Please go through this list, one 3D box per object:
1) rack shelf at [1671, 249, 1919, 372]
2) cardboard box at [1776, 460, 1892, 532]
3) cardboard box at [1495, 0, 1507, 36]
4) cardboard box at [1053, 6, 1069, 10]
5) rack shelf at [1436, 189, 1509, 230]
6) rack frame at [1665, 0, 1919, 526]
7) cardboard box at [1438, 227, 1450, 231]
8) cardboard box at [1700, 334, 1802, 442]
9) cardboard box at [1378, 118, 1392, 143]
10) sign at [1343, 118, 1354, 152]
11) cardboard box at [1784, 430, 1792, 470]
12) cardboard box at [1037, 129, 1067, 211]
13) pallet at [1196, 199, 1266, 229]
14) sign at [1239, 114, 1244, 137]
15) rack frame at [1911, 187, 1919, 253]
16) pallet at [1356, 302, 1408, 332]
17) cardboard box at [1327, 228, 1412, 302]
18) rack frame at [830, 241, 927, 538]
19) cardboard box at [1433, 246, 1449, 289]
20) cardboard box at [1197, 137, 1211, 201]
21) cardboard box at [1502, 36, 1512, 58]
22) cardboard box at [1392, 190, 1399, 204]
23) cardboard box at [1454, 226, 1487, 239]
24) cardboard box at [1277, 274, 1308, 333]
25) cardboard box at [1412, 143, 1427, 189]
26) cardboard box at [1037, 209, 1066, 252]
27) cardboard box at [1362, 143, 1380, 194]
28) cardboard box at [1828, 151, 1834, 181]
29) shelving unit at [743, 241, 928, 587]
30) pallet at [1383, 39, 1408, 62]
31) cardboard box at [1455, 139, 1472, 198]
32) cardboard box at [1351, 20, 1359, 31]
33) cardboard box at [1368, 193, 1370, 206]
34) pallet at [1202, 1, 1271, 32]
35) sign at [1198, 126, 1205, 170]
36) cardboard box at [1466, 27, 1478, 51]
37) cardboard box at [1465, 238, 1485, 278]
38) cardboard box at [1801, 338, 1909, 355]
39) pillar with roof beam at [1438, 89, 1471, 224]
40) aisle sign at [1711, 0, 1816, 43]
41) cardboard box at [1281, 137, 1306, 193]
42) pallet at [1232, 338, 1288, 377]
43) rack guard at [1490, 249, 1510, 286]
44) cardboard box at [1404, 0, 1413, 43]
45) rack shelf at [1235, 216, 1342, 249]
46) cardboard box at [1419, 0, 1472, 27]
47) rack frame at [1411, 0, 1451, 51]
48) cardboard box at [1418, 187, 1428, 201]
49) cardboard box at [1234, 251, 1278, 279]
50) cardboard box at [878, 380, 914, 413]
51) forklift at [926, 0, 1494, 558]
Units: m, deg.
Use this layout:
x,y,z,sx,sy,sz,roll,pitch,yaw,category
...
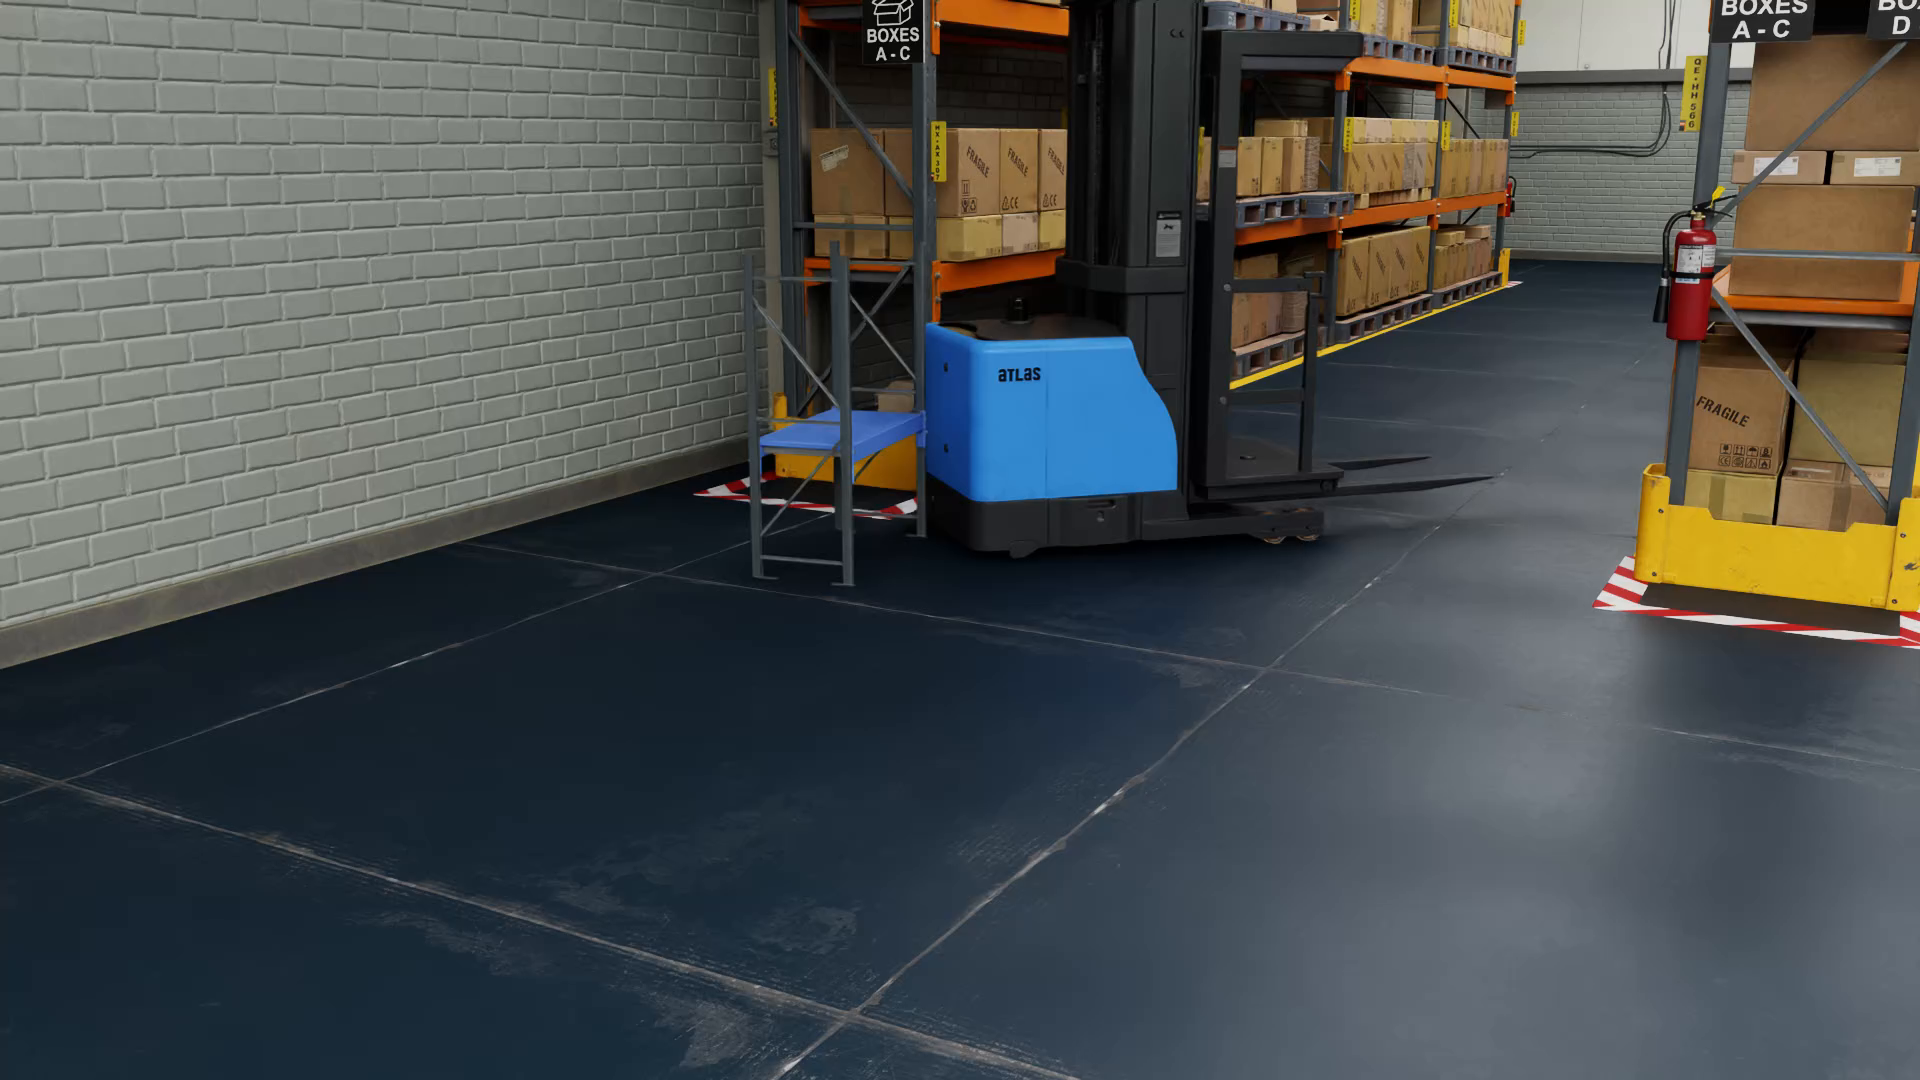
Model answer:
x,y,z,sx,sy,sz,roll,pitch,yaw,category
4.708,-1.307,9.089,1.077,0.370,4.000,7,15,28,rack shelf
4.195,-0.198,7.927,0.500,0.250,0.500,7,15,28,cardboard box
6.771,-6.809,21.589,0.500,0.500,0.500,8,16,30,cardboard box
0.562,-3.689,10.779,0.500,0.500,0.500,8,16,31,cardboard box
6.171,-4.329,21.626,1.077,0.370,4.000,7,15,28,rack shelf
3.741,-1.246,7.302,1.000,3.000,0.127,7,15,28,rack frame
6.284,-4.079,22.108,0.380,0.149,0.250,8,16,29,cardboard box
4.210,-0.829,8.942,0.500,0.500,0.500,7,15,28,cardboard box
4.213,-4.293,17.449,0.500,0.250,0.500,7,15,28,cardboard box
3.750,-3.913,16.062,0.100,0.325,0.005,7,15,28,sign
4.213,-0.464,9.028,0.500,0.250,0.500,7,15,28,cardboard box
0.400,-2.377,10.672,0.500,0.500,0.500,7,15,26,cardboard box
1.833,-2.674,13.636,1.003,0.211,1.213,7,15,28,pallet
2.783,-4.073,16.558,0.100,0.325,0.005,7,15,28,sign
5.675,-2.067,10.706,1.000,3.000,0.127,7,15,28,rack frame
4.308,-2.495,18.432,1.003,0.211,1.213,7,15,28,pallet
4.576,-3.097,18.670,0.750,0.750,0.750,8,16,30,cardboard box
-0.414,-0.760,8.487,0.500,1.500,0.032,4,14,18,rack frame
5.655,-3.399,20.671,0.700,0.500,0.500,8,16,29,cardboard box
1.612,-2.990,13.385,0.700,0.500,0.500,7,15,28,cardboard box
7.016,-6.547,22.101,0.500,0.250,0.500,8,16,30,cardboard box
4.636,-3.799,18.385,0.380,0.149,0.250,7,15,26,cardboard box
6.861,-4.139,22.356,0.380,0.149,0.250,8,16,30,cardboard box
2.968,-2.293,16.040,0.700,0.500,0.500,8,16,29,cardboard box
4.963,-4.243,18.840,0.500,0.500,0.500,8,15,28,cardboard box
0.407,-2.020,10.788,0.500,0.250,0.500,7,15,27,cardboard box
3.990,-3.828,17.121,0.500,0.500,0.500,8,16,30,cardboard box
4.131,-1.868,8.284,0.380,0.149,0.250,8,16,29,cardboard box
-0.572,-0.647,8.018,0.538,1.500,1.048,4,14,18,shelving unit
4.073,-5.182,17.632,1.003,0.211,1.213,8,16,31,pallet
5.838,-4.673,20.877,0.980,0.700,0.700,7,15,27,cardboard box
3.664,-5.389,16.936,0.700,0.500,0.500,6,15,25,cardboard box
4.095,-3.592,17.527,0.380,0.149,0.250,8,16,29,cardboard box
1.728,-4.109,13.177,1.213,0.211,1.003,7,15,28,pallet
1.815,-2.988,12.681,0.100,0.325,0.005,7,15,28,sign
6.027,-6.122,20.336,0.500,0.250,0.500,7,15,27,cardboard box
6.645,-3.821,22.419,0.700,0.500,0.500,7,15,28,cardboard box
4.665,-0.770,8.697,0.500,0.500,0.500,7,15,28,cardboard box
11.454,-8.170,23.221,9.100,9.000,0.400,7,15,28,pillar with roof beam
3.452,-2.530,7.080,0.394,0.787,0.004,7,15,28,aisle sign
2.805,-3.495,15.479,0.700,0.500,0.500,6,15,23,cardboard box
2.300,-1.683,15.064,1.003,0.211,1.213,7,15,28,pallet
7.149,-3.879,23.557,1.175,0.500,0.348,7,15,28,rack guard
4.682,-5.821,18.727,0.700,0.500,0.500,6,15,25,cardboard box
2.303,-2.688,14.818,1.077,0.370,4.000,7,15,28,rack shelf
5.794,-6.386,19.832,0.500,0.500,0.500,7,15,28,cardboard box
5.204,-7.185,19.136,1.000,3.000,0.127,7,15,28,rack frame
5.187,-4.000,19.220,0.380,0.149,0.250,8,16,29,cardboard box
2.637,-2.548,15.496,0.500,0.250,0.500,8,16,29,cardboard box
-0.184,-0.845,10.437,0.500,0.311,0.500,6,15,22,cardboard box
1.349,-1.517,8.573,3.031,2.935,1.130,-4,14,-17,forklift
